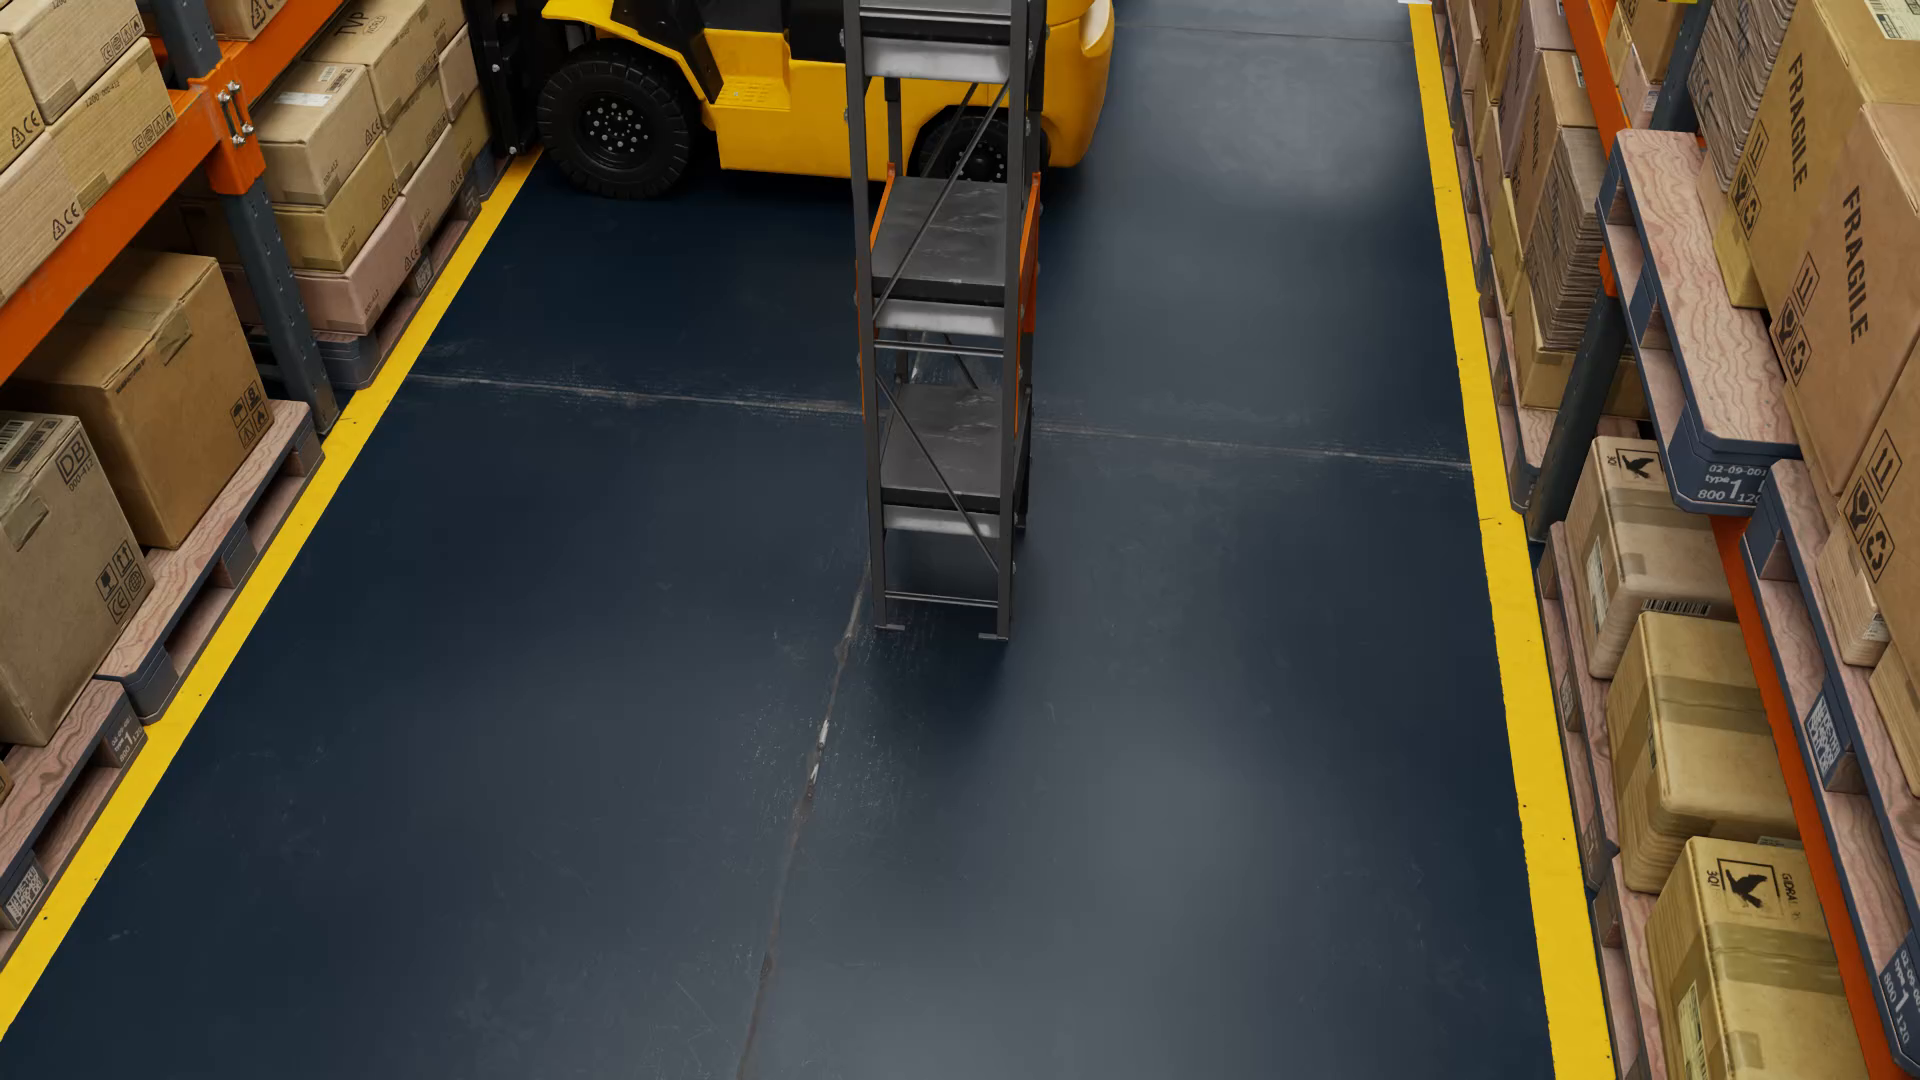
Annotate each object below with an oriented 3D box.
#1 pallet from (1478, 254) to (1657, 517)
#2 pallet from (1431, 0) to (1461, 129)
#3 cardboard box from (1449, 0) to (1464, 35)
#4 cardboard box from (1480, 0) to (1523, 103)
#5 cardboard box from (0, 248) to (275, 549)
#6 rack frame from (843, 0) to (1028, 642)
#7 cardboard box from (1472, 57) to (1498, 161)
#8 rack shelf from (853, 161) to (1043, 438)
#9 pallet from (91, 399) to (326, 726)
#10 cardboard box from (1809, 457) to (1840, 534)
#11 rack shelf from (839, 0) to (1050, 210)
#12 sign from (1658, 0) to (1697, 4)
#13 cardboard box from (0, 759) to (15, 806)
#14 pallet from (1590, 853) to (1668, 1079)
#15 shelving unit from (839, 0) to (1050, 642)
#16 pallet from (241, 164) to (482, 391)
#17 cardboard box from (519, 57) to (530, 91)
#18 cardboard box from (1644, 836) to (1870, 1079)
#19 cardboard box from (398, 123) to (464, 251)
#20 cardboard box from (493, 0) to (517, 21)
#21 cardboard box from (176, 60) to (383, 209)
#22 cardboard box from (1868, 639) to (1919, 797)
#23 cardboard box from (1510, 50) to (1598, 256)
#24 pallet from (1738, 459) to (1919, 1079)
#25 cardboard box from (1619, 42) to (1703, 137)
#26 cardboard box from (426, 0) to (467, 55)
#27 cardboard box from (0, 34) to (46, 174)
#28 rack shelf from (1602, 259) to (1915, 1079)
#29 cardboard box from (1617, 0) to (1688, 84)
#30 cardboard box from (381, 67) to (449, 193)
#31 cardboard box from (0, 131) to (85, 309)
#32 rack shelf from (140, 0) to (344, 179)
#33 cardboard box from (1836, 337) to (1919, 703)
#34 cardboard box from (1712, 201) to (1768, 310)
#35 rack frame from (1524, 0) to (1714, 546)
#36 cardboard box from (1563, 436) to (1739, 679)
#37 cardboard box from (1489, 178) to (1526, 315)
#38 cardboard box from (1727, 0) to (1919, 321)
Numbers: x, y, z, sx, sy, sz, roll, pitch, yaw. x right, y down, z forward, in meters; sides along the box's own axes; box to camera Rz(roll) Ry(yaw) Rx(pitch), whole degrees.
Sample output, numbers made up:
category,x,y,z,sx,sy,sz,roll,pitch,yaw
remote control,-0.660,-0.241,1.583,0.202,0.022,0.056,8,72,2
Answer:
category,x,y,z,sx,sy,sz,roll,pitch,yaw
pallet,2.348,-0.523,5.648,1.003,0.211,1.213,5,44,6
pallet,2.671,-2.186,7.405,1.003,0.211,1.213,5,44,6
cardboard box,2.442,-2.430,7.329,0.500,0.250,0.500,5,44,5
cardboard box,2.301,-1.988,6.317,0.500,0.500,0.500,6,44,6
cardboard box,-2.684,-0.456,4.972,0.875,0.625,0.625,7,44,7
rack frame,-0.054,-0.483,4.233,0.400,2.100,0.015,5,44,6
cardboard box,2.308,-1.710,6.568,0.500,0.250,0.500,8,44,8
rack shelf,-0.022,-0.640,4.418,0.431,0.518,0.480,5,44,6
pallet,-2.685,-0.005,5.101,1.003,0.211,1.213,5,44,6
cardboard box,1.795,-0.078,3.028,0.380,0.149,0.250,6,44,6
rack shelf,-0.022,-1.148,3.937,0.431,0.518,0.480,5,44,6
sign,1.755,-1.433,3.952,0.100,0.325,0.005,5,44,6
cardboard box,-2.892,0.584,3.873,0.875,0.625,0.625,4,44,4
pallet,2.034,1.303,3.721,1.003,0.211,1.213,5,44,6
shelving unit,-0.022,-0.650,4.409,0.431,2.100,0.503,5,44,6
pallet,-2.480,-1.049,6.204,1.003,0.211,1.213,5,44,6
cardboard box,-2.043,-2.020,6.896,0.500,0.250,0.500,7,44,7
cardboard box,2.045,1.049,3.566,0.950,0.372,0.625,7,44,7
cardboard box,-2.182,-1.324,6.161,0.500,0.250,0.500,4,44,5
cardboard box,-2.046,-2.189,6.711,0.500,0.250,0.500,5,44,5
cardboard box,-2.251,-1.341,5.452,0.500,0.250,0.500,5,44,5
cardboard box,1.702,0.283,2.647,0.380,0.149,0.250,4,44,4
cardboard box,2.172,-1.275,5.564,0.500,0.500,0.500,6,44,6
pallet,1.987,0.369,2.819,1.003,0.211,1.213,5,44,6
cardboard box,2.035,-1.230,4.550,0.380,0.149,0.250,5,44,5
cardboard box,-2.119,-2.029,6.178,0.500,0.250,0.500,7,44,7
cardboard box,-2.499,-0.941,3.807,0.500,0.250,0.500,4,44,4
rack shelf,2.030,0.550,3.011,1.077,0.370,4.000,5,44,6
cardboard box,2.106,-1.544,4.410,0.500,0.500,0.500,4,44,4
cardboard box,-2.192,-1.504,5.987,0.500,0.250,0.500,5,44,5
cardboard box,-2.495,-0.758,3.978,0.500,0.250,0.500,5,44,5
rack shelf,-2.362,-2.625,6.364,1.077,0.370,4.000,5,44,6
cardboard box,1.746,-0.049,2.526,0.500,0.500,0.500,4,44,4
cardboard box,1.866,-0.618,3.599,0.380,0.149,0.250,6,44,6
rack frame,2.294,-1.074,4.203,1.000,3.000,0.127,5,44,6
cardboard box,2.227,0.085,4.584,0.950,0.372,0.625,6,44,6
cardboard box,2.166,-1.019,5.839,0.500,0.250,0.500,4,44,4
cardboard box,1.882,-0.736,3.251,0.500,0.500,0.500,5,44,6
